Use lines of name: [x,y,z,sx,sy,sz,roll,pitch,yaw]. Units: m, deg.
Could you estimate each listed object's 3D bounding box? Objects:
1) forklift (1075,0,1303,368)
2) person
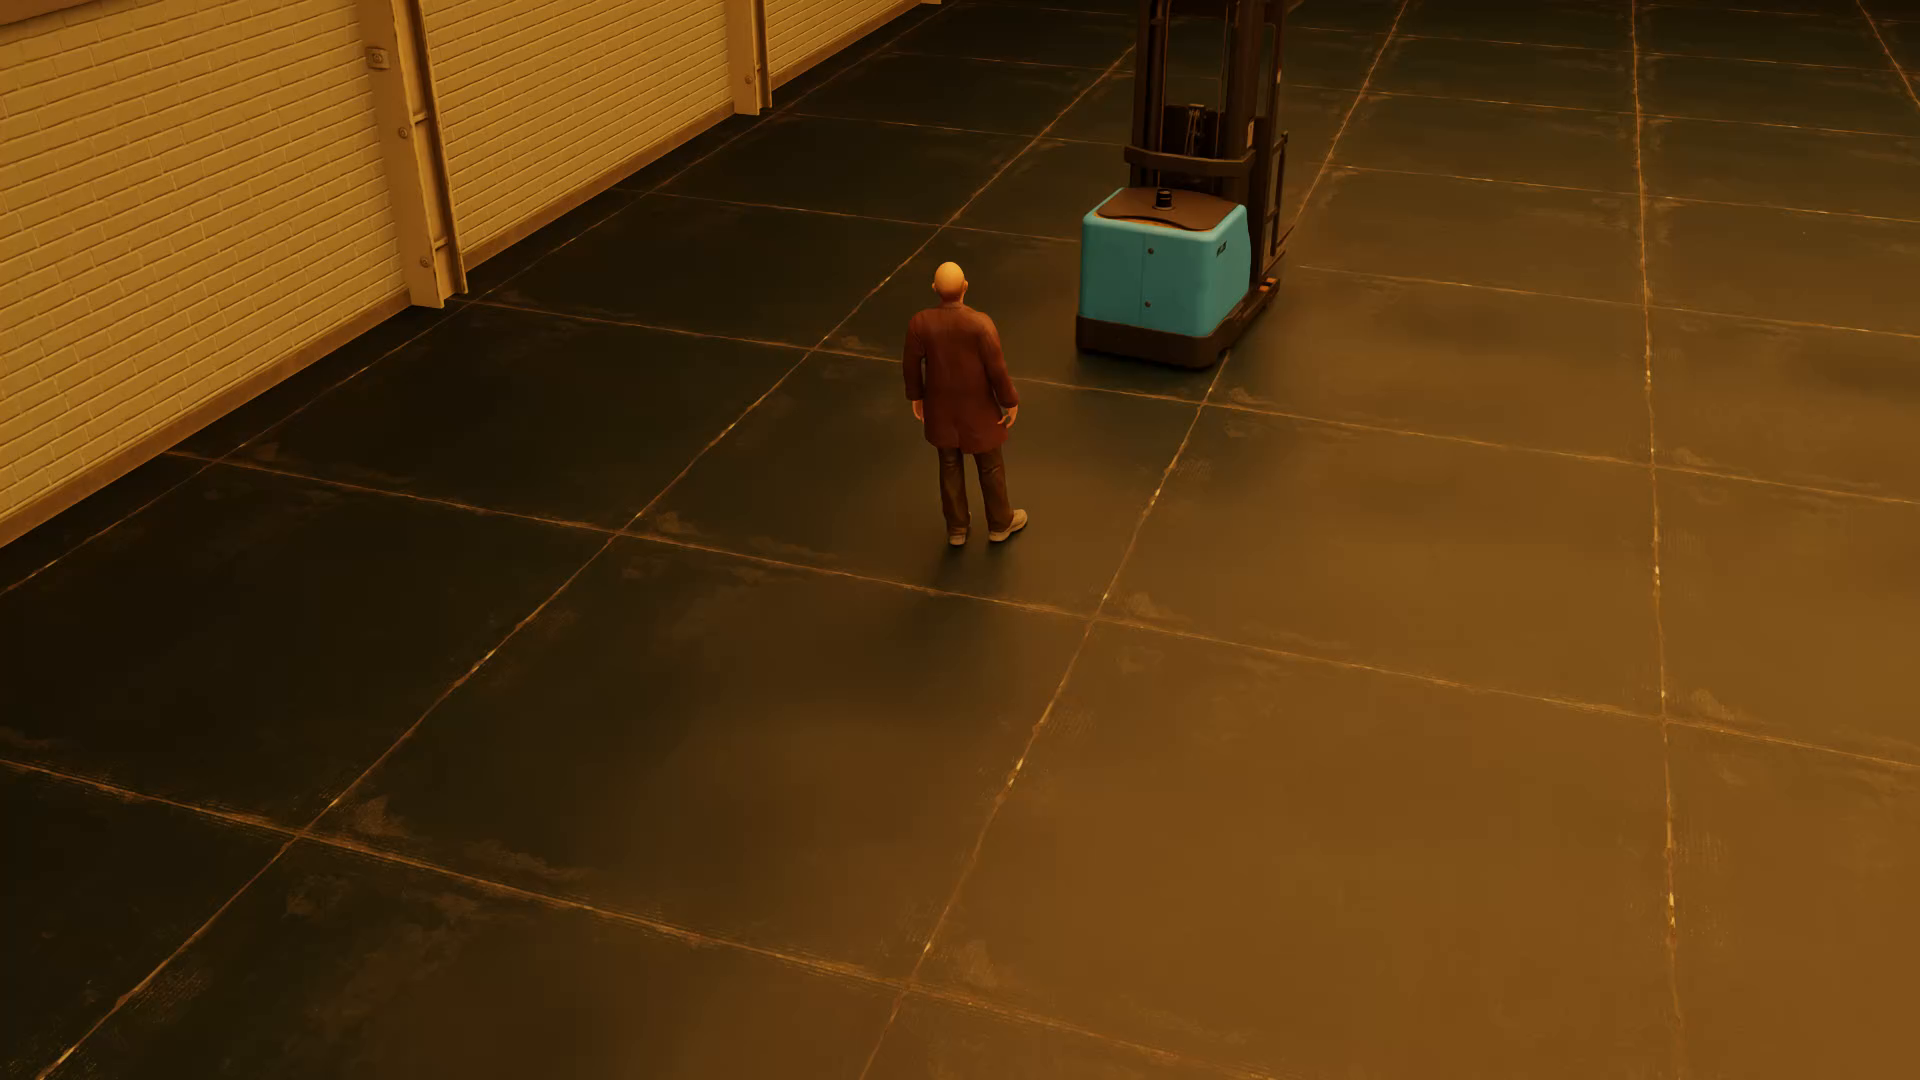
forklift: [1.961,-3.239,12.819,1.130,2.935,3.031,13,32,22]
person: [0.034,-0.787,9.745,0.696,1.698,0.582,10,31,16]
